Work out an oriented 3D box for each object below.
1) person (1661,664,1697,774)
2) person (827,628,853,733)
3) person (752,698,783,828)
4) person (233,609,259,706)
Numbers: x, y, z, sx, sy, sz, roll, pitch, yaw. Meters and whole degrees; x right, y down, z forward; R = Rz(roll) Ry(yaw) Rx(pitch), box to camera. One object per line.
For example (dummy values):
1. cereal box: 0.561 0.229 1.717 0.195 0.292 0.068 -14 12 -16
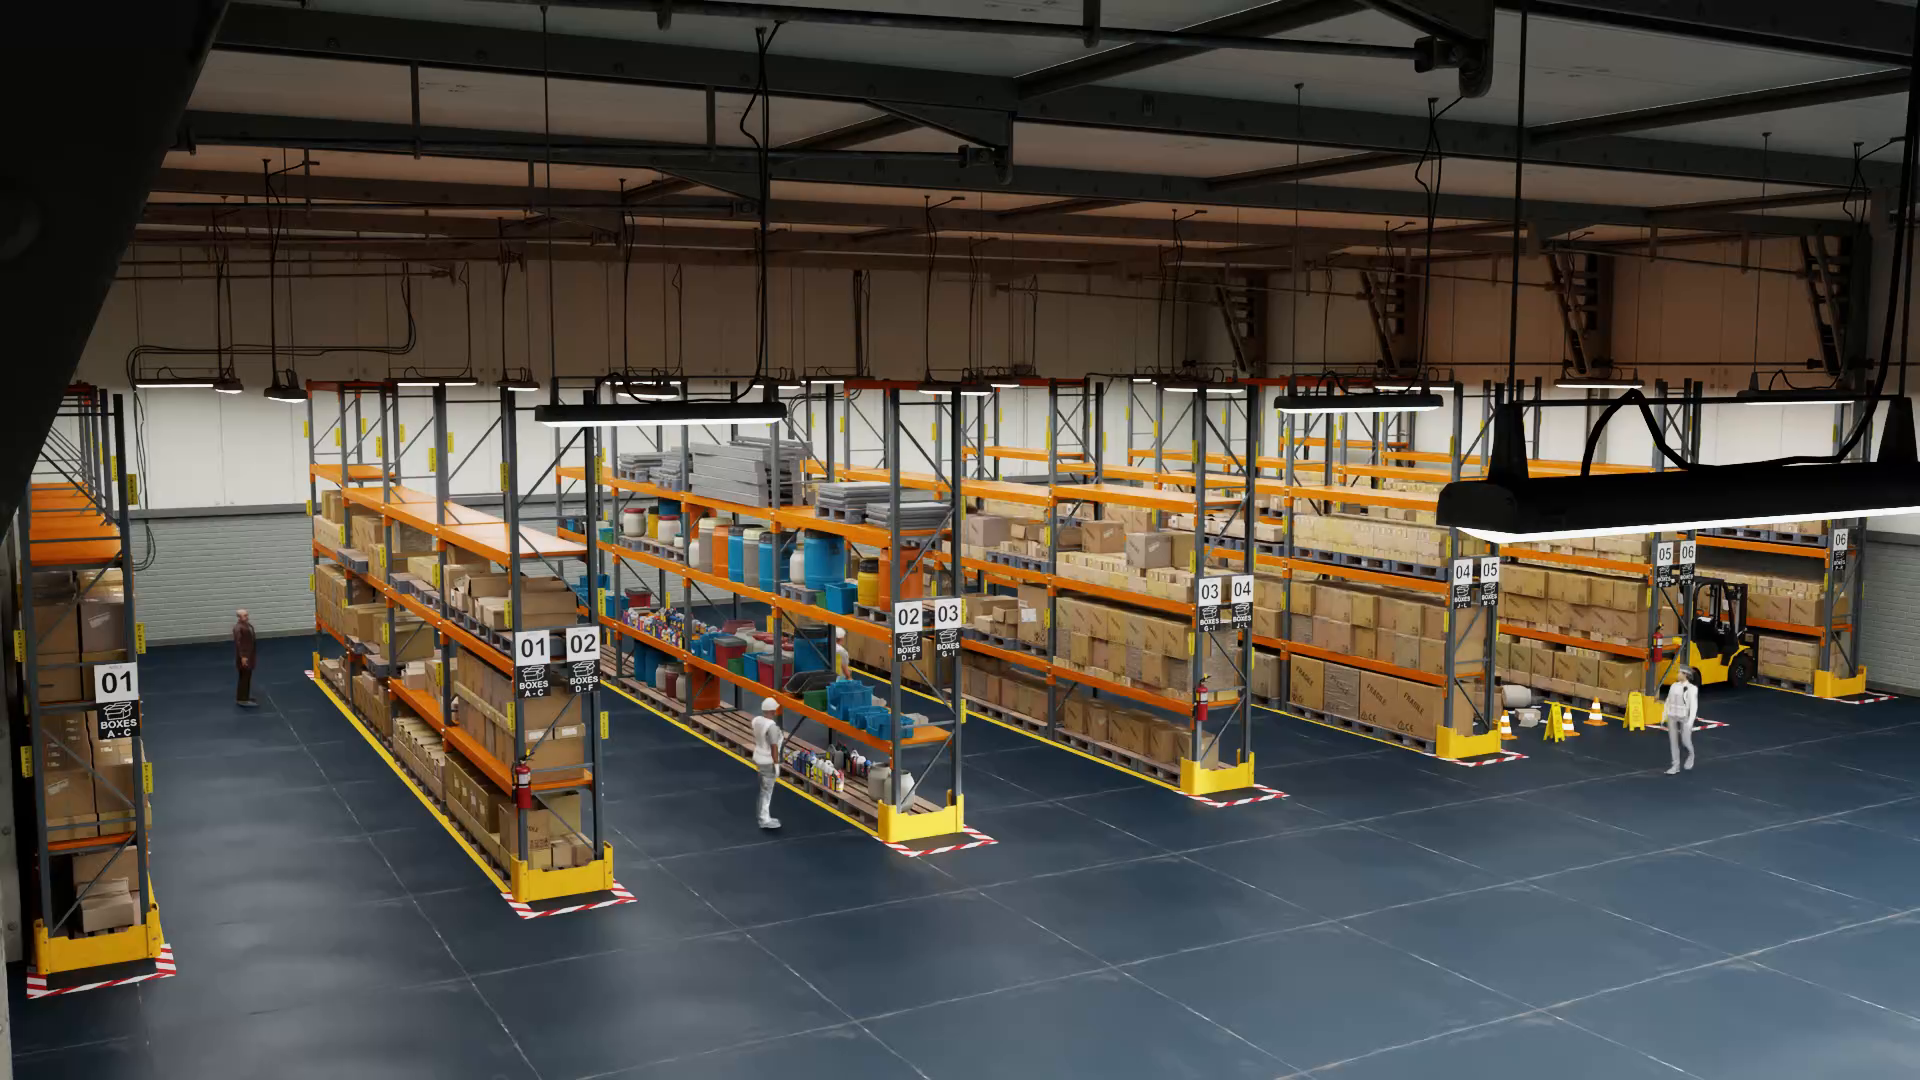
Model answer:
1. person: 11.126 2.766 25.732 0.527 1.664 0.561 5 8 41
2. person: -2.013 2.346 28.065 0.554 1.801 0.678 -2 6 -17
3. person: -2.615 3.032 22.652 0.375 1.794 0.576 -3 7 -24
4. person: -13.246 2.287 30.891 0.423 1.613 0.598 -2 7 -21
